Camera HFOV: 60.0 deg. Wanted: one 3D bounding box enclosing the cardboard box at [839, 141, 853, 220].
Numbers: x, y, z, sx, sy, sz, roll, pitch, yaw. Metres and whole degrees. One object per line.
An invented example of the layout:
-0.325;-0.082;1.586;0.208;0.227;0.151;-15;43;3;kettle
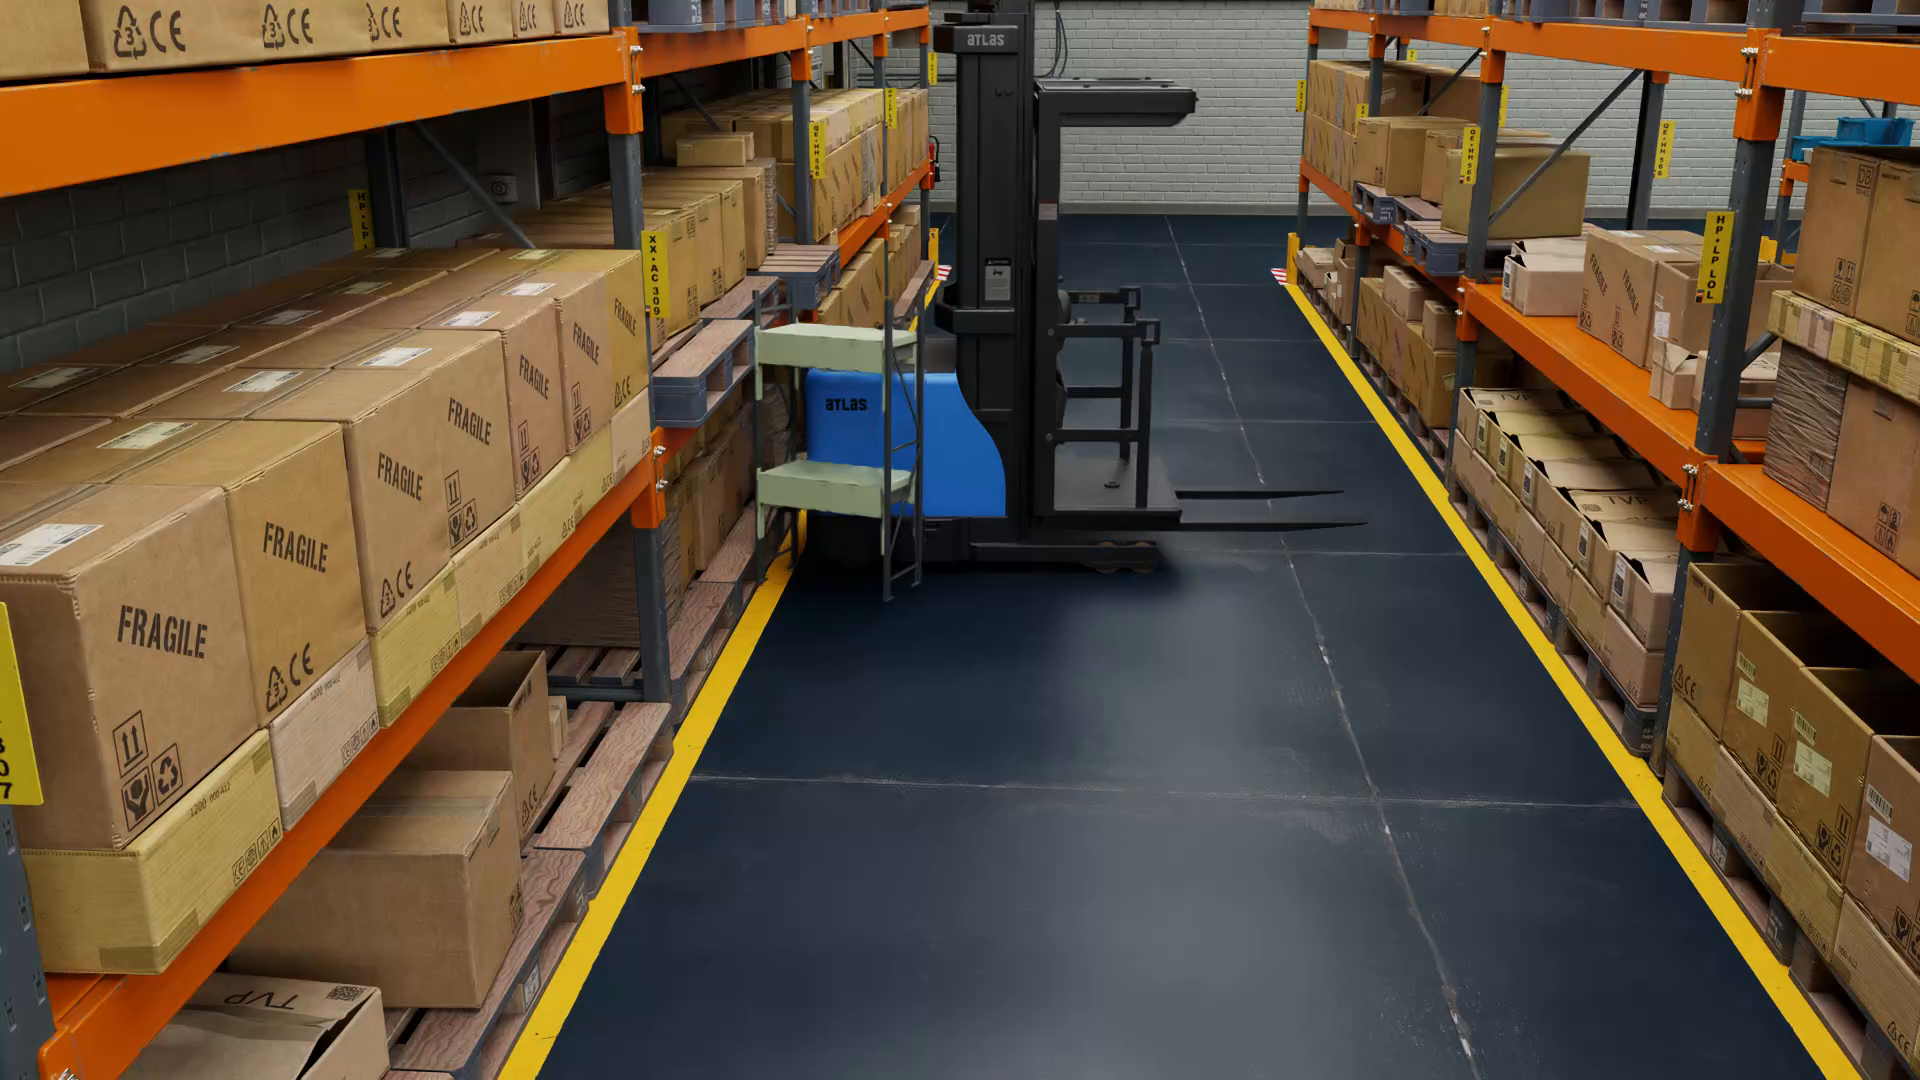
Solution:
-1.032;-2.501;11.567;0.500;0.500;0.500;1;18;4;cardboard box

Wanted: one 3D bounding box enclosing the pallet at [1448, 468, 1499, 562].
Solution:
3.438;-0.151;9.546;1.003;0.211;1.213;1;18;4;pallet

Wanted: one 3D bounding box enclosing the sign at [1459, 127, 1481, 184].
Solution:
2.994;-2.253;9.749;0.100;0.325;0.005;1;18;4;sign

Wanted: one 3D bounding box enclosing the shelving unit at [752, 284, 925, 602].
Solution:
-0.613;-0.505;8.414;0.755;1.500;0.431;7;15;23;shelving unit

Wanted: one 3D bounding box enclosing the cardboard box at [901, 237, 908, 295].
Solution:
-0.884;-2.640;16.002;0.700;0.500;0.500;2;18;5;cardboard box

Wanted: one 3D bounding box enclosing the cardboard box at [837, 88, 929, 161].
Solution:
-0.858;-4.309;17.275;0.980;0.700;0.700;2;18;6;cardboard box

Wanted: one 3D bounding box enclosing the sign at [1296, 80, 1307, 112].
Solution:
3.568;-4.639;17.374;0.100;0.325;0.005;1;18;4;sign

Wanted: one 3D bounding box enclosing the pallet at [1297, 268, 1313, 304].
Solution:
4.048;-2.619;17.078;1.003;0.211;1.213;1;18;4;pallet

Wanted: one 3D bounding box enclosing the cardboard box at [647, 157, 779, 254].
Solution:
-1.429;-1.951;9.693;0.700;0.500;0.500;-1;18;-3;cardboard box

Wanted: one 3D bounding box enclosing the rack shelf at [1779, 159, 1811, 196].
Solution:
8.907;-3.141;15.347;1.077;0.370;4.000;1;18;4;rack shelf

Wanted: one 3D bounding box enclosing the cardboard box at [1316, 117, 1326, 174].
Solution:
3.744;-3.815;16.089;0.500;0.500;0.500;1;18;4;cardboard box

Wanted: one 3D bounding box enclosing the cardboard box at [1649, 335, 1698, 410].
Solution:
3.129;-0.702;6.965;0.396;0.266;0.258;1;18;3;cardboard box

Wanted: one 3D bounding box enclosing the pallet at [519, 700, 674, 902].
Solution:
-1.705;0.936;6.227;1.003;0.211;1.213;1;18;4;pallet

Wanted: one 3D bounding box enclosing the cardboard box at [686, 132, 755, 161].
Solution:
-1.400;-2.298;9.709;0.380;0.149;0.250;-1;18;-3;cardboard box

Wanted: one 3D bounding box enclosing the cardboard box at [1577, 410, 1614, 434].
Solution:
3.713;-0.561;9.158;0.500;0.311;0.500;1;18;3;cardboard box

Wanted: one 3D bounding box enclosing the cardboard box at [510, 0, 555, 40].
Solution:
-1.531;-1.762;4.972;0.500;0.500;0.500;0;18;-1;cardboard box

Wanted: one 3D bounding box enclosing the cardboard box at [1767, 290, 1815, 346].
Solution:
3.037;-0.766;5.740;0.380;0.149;0.250;1;18;4;cardboard box

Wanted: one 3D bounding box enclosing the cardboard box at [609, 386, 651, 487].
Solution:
-1.423;-0.383;5.982;0.500;0.250;0.500;1;18;4;cardboard box

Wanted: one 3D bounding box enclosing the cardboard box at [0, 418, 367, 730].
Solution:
-1.599;0.055;3.444;0.500;0.500;0.500;1;18;4;cardboard box

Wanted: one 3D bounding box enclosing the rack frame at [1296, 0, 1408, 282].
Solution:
4.110;-4.216;17.472;1.000;3.000;0.127;1;18;4;rack frame

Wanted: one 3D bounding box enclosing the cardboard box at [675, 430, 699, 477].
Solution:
-1.594;-0.503;8.246;0.500;0.250;0.500;1;18;2;cardboard box

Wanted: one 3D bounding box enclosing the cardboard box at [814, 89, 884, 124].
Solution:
-0.897;-3.487;13.373;0.500;0.250;0.500;2;18;5;cardboard box

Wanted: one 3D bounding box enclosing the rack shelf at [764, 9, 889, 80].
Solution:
-1.262;-3.545;11.764;1.077;0.370;4.000;1;18;4;rack shelf

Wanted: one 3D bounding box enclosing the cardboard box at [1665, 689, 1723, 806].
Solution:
2.914;0.755;6.042;0.500;0.250;0.500;1;18;4;cardboard box

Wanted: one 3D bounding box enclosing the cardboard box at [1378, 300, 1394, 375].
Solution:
3.475;-1.529;12.580;0.500;0.500;0.500;2;18;5;cardboard box

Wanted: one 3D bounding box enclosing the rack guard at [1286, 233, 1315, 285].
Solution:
4.104;-3.004;17.789;1.175;0.500;0.348;1;18;4;rack guard

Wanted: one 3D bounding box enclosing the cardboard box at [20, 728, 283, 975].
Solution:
-1.627;0.561;3.102;0.500;0.250;0.500;1;18;2;cardboard box

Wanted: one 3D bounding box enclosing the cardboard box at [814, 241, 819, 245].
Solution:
-1.124;-1.906;10.794;0.380;0.149;0.250;2;18;5;cardboard box

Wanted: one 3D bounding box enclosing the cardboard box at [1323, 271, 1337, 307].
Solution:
3.635;-2.321;15.301;0.500;0.311;0.500;1;18;4;cardboard box

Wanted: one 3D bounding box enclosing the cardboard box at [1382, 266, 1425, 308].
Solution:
3.473;-1.896;12.495;0.500;0.250;0.500;1;18;4;cardboard box

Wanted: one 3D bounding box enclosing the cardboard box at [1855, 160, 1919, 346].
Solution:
3.189;-0.858;4.980;0.700;0.500;0.500;1;18;4;cardboard box

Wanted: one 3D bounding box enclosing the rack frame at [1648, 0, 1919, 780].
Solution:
3.249;-0.489;6.098;1.000;3.000;0.127;1;18;4;rack frame

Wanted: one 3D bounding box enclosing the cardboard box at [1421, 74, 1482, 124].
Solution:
4.137;-3.636;13.937;0.500;0.500;0.500;2;18;5;cardboard box

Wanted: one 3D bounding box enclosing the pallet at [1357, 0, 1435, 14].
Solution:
3.706;-4.109;12.629;1.213;0.211;1.003;1;18;4;pallet

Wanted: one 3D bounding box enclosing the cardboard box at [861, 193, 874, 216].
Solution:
-0.879;-2.620;12.973;0.380;0.149;0.250;1;18;4;cardboard box

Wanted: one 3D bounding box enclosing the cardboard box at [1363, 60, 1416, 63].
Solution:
4.352;-4.594;16.860;0.500;0.500;0.500;1;18;3;cardboard box

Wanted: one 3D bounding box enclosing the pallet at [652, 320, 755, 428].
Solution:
-1.492;-0.741;7.176;1.003;0.211;1.213;1;18;4;pallet

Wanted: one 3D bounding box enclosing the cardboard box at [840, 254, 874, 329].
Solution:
-1.096;-1.780;12.816;0.750;0.750;0.750;2;18;6;cardboard box

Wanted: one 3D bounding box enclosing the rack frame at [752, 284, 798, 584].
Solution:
-0.948;-0.547;8.557;0.023;1.500;0.400;7;15;23;rack frame

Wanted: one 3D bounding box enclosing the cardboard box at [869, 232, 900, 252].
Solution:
-0.756;-2.735;15.251;0.380;0.149;0.250;2;18;6;cardboard box

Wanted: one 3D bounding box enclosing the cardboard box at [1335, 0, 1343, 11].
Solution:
3.707;-4.950;15.137;0.500;0.250;0.500;1;18;4;cardboard box

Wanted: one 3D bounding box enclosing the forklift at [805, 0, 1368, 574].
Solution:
0.697;-1.380;8.926;3.031;2.935;1.130;0;18;0;forklift

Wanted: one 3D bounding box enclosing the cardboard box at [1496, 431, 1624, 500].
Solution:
3.138;-0.413;8.707;0.500;0.311;0.500;1;18;2;cardboard box

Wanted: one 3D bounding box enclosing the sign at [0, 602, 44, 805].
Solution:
-1.437;0.245;2.469;0.100;0.325;0.005;1;18;4;sign

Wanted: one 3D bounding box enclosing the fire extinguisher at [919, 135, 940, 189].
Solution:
-0.360;-4.148;17.988;0.296;0.674;0.183;1;18;4;fire extinguisher

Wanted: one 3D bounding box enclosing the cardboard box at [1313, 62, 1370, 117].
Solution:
3.785;-4.444;16.402;0.500;0.500;0.500;1;18;4;cardboard box

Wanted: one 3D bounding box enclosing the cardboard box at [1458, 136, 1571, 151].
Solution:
3.725;-2.456;11.267;0.700;0.500;0.500;5;19;14;cardboard box

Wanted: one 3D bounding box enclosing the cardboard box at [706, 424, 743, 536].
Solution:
-1.565;-0.325;8.905;0.700;0.500;0.500;1;18;4;cardboard box

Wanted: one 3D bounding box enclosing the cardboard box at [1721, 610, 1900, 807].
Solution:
2.876;0.554;5.451;0.500;0.500;0.500;1;18;4;cardboard box

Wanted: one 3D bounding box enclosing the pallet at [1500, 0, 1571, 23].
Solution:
3.577;-2.854;8.802;1.213;0.211;1.003;2;18;6;pallet

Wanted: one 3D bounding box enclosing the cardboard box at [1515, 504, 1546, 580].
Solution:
3.102;0.009;8.320;0.500;0.250;0.500;2;18;5;cardboard box

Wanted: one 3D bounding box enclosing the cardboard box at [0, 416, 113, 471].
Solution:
-2.111;0.042;3.482;0.500;0.500;0.500;2;18;5;cardboard box

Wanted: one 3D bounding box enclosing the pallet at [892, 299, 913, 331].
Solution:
-0.986;-1.992;15.164;1.003;0.211;1.213;1;18;4;pallet
